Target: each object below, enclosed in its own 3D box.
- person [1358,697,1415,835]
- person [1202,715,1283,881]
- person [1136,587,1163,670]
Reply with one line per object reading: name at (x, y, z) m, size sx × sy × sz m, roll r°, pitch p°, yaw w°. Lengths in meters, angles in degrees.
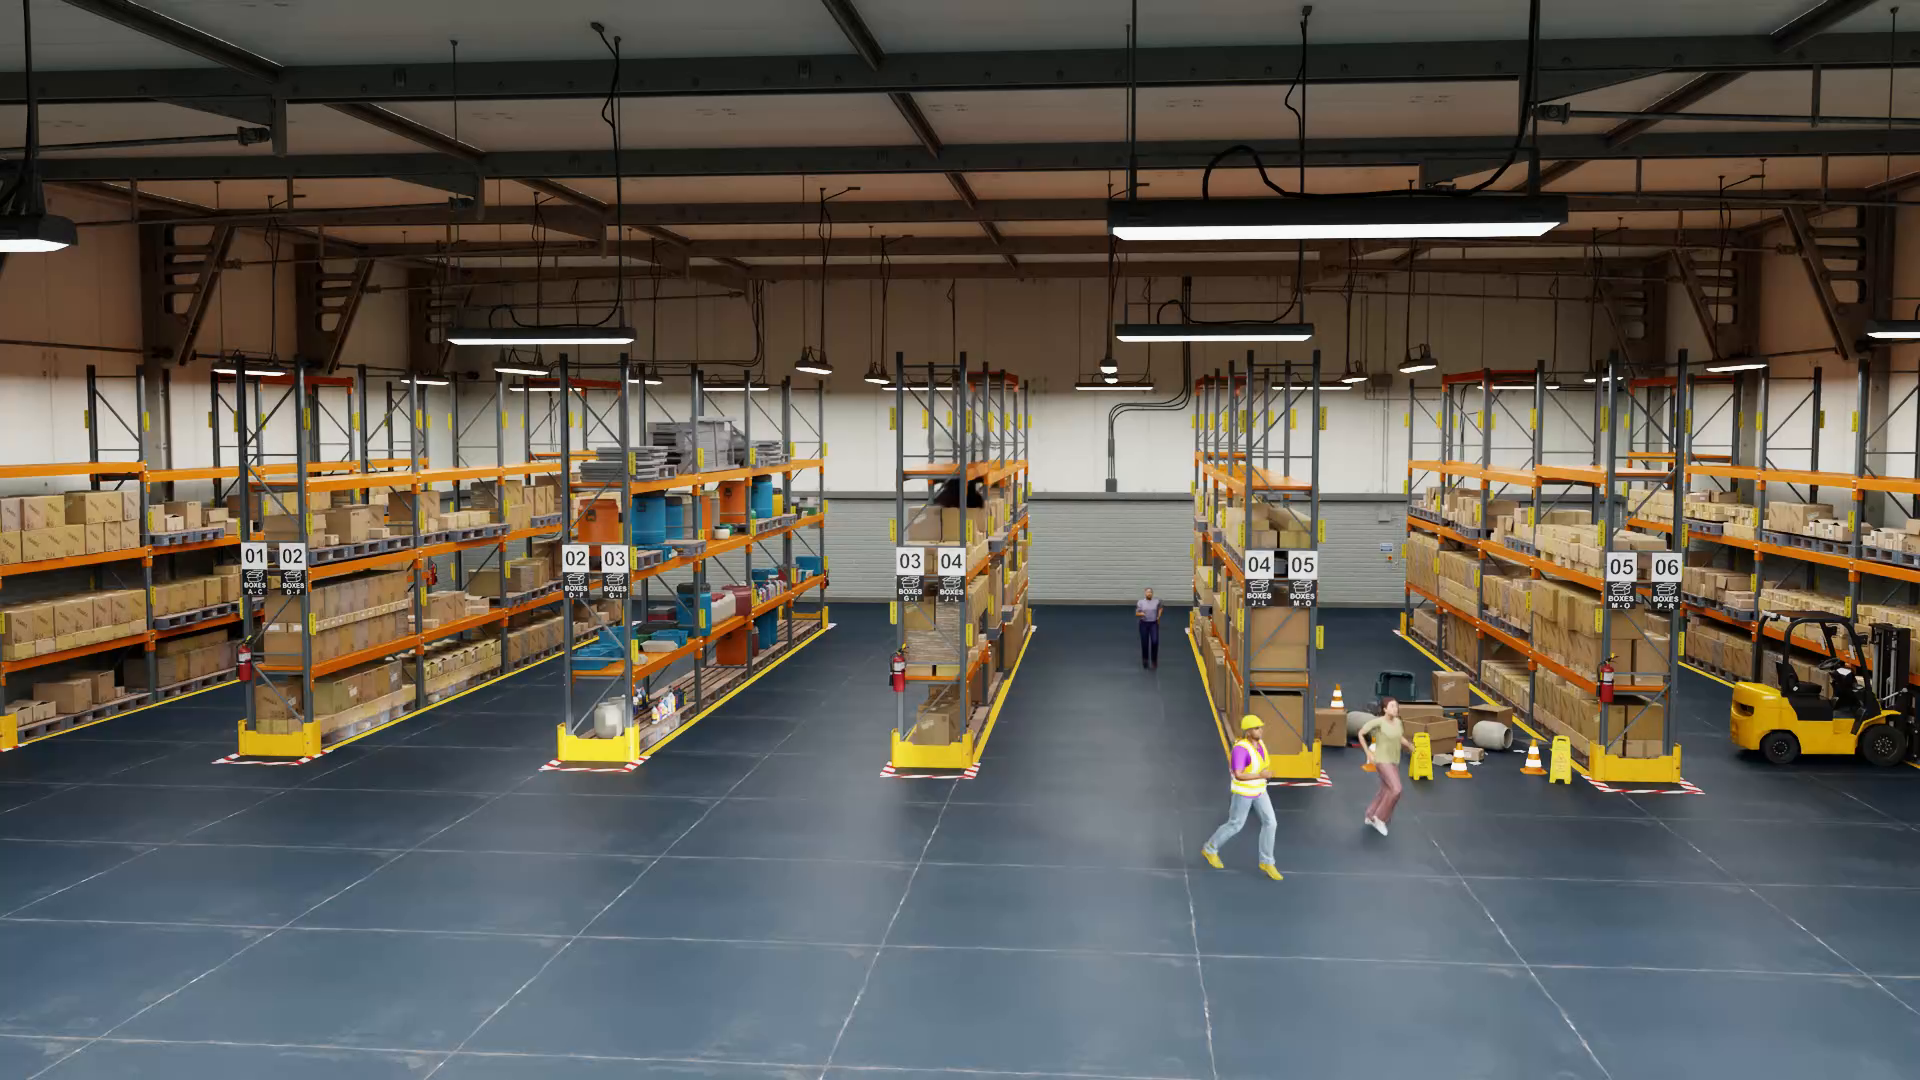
person at (5.220, 2.739, 20.269) m, size 0.573 × 1.678 × 0.654 m, roll -3°, pitch 5°, yaw -36°
person at (3.148, 2.816, 18.368) m, size 0.913 × 1.811 × 0.710 m, roll 4°, pitch 6°, yaw 43°
person at (3.846, 1.793, 33.813) m, size 0.554 × 1.688 × 0.759 m, roll 0°, pitch 4°, yaw 6°
